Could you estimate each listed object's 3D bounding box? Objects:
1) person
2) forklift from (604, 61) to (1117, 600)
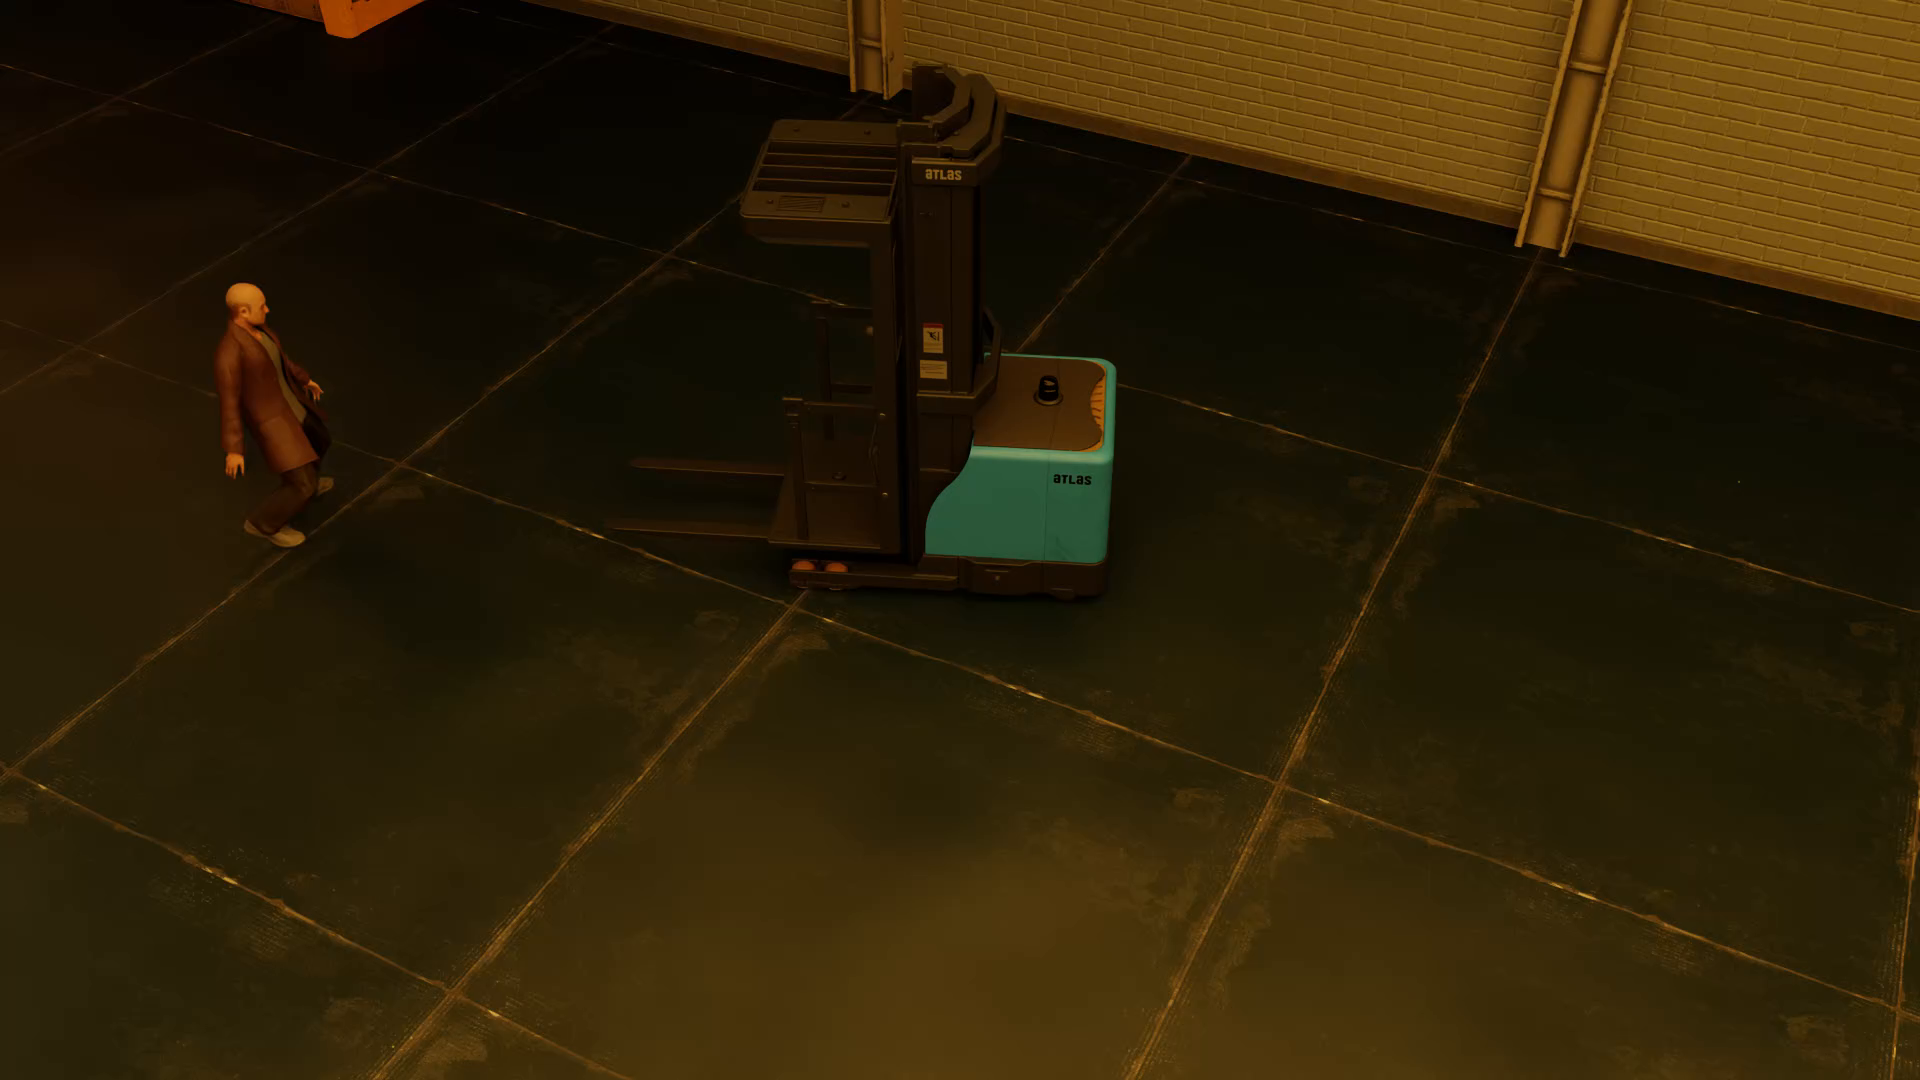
[{"bbox_3d":[-4.064,-0.671,9.869,0.573,1.544,0.942,2,40,2],"label":"person"},{"bbox_3d":[-0.606,-1.157,9.360,3.031,2.935,1.130,3,40,4],"label":"forklift"}]
